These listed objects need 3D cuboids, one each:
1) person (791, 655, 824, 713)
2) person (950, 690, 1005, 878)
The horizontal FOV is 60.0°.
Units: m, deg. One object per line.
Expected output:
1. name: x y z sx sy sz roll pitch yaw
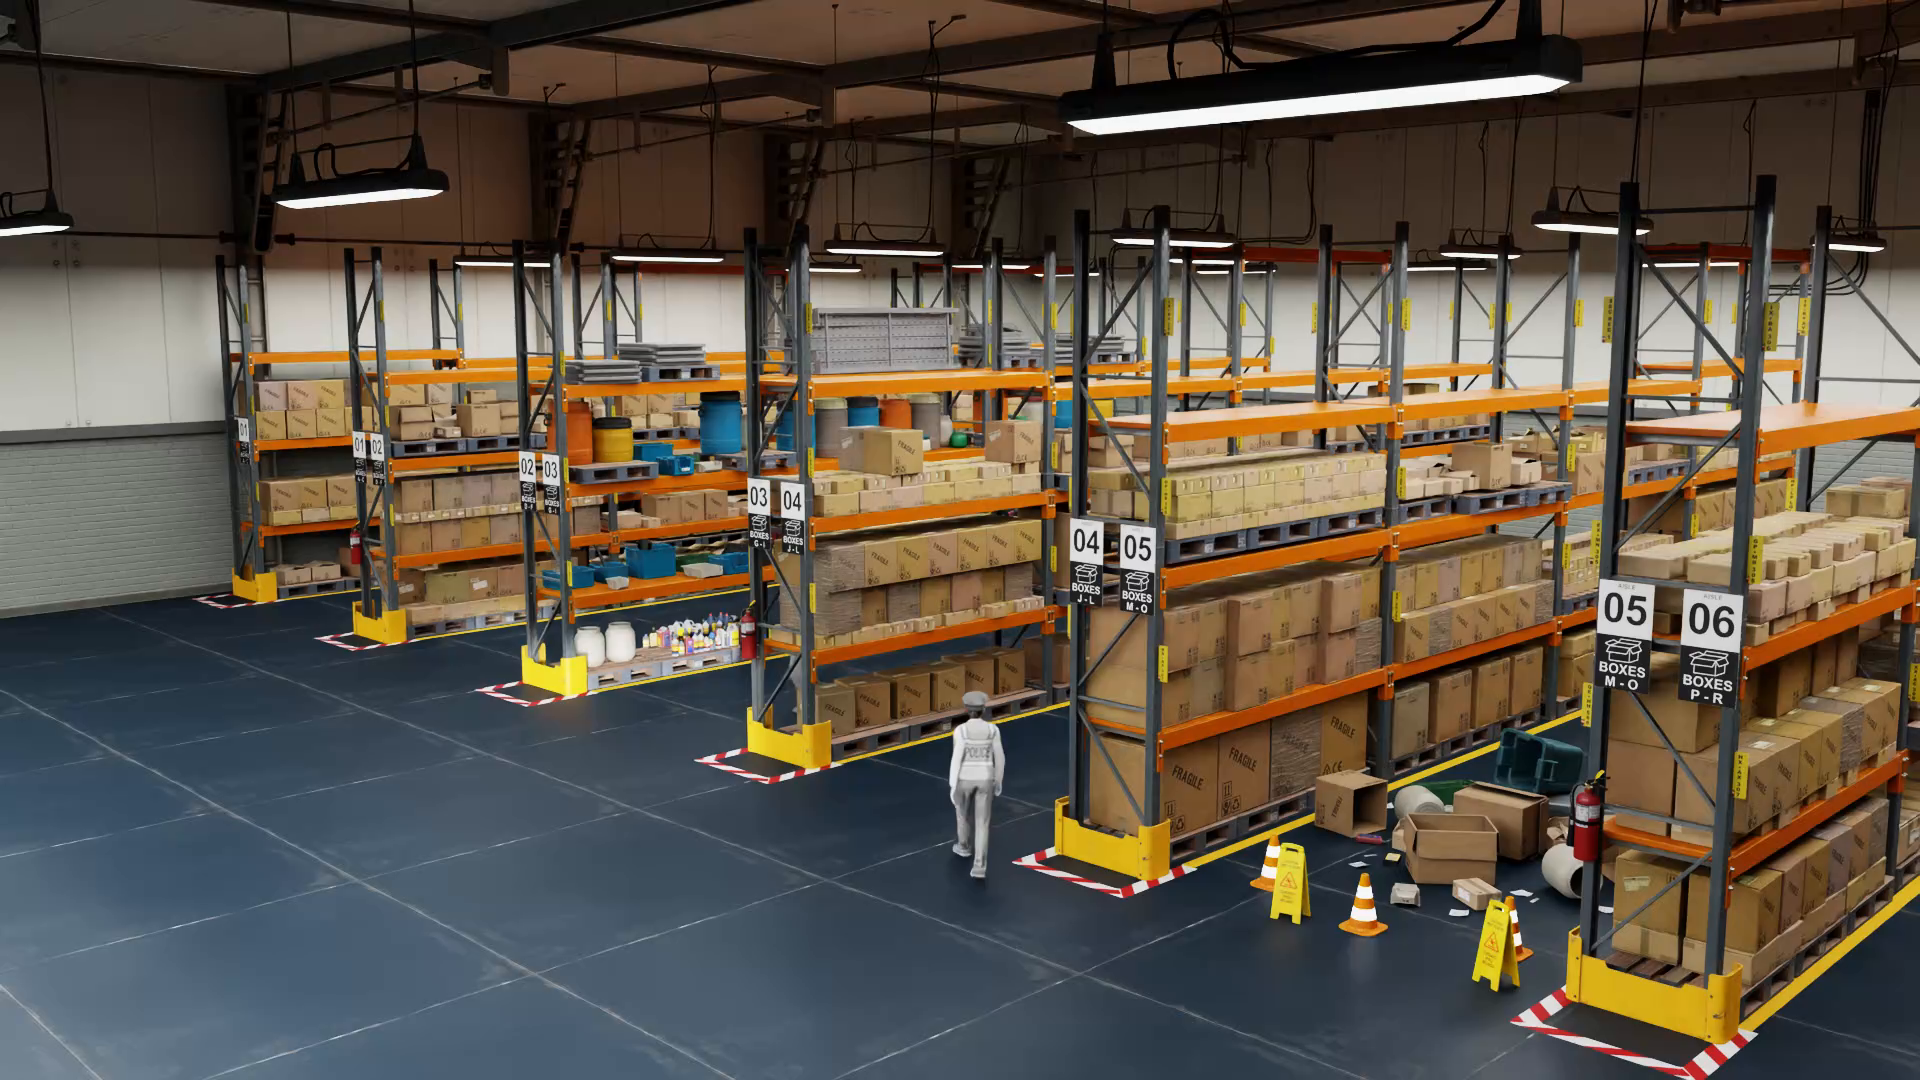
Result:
1. person: -1.930 1.369 21.188 0.594 1.649 0.507 -3 9 -20
2. person: 0.158 2.198 15.188 0.520 1.609 0.987 0 8 -3
